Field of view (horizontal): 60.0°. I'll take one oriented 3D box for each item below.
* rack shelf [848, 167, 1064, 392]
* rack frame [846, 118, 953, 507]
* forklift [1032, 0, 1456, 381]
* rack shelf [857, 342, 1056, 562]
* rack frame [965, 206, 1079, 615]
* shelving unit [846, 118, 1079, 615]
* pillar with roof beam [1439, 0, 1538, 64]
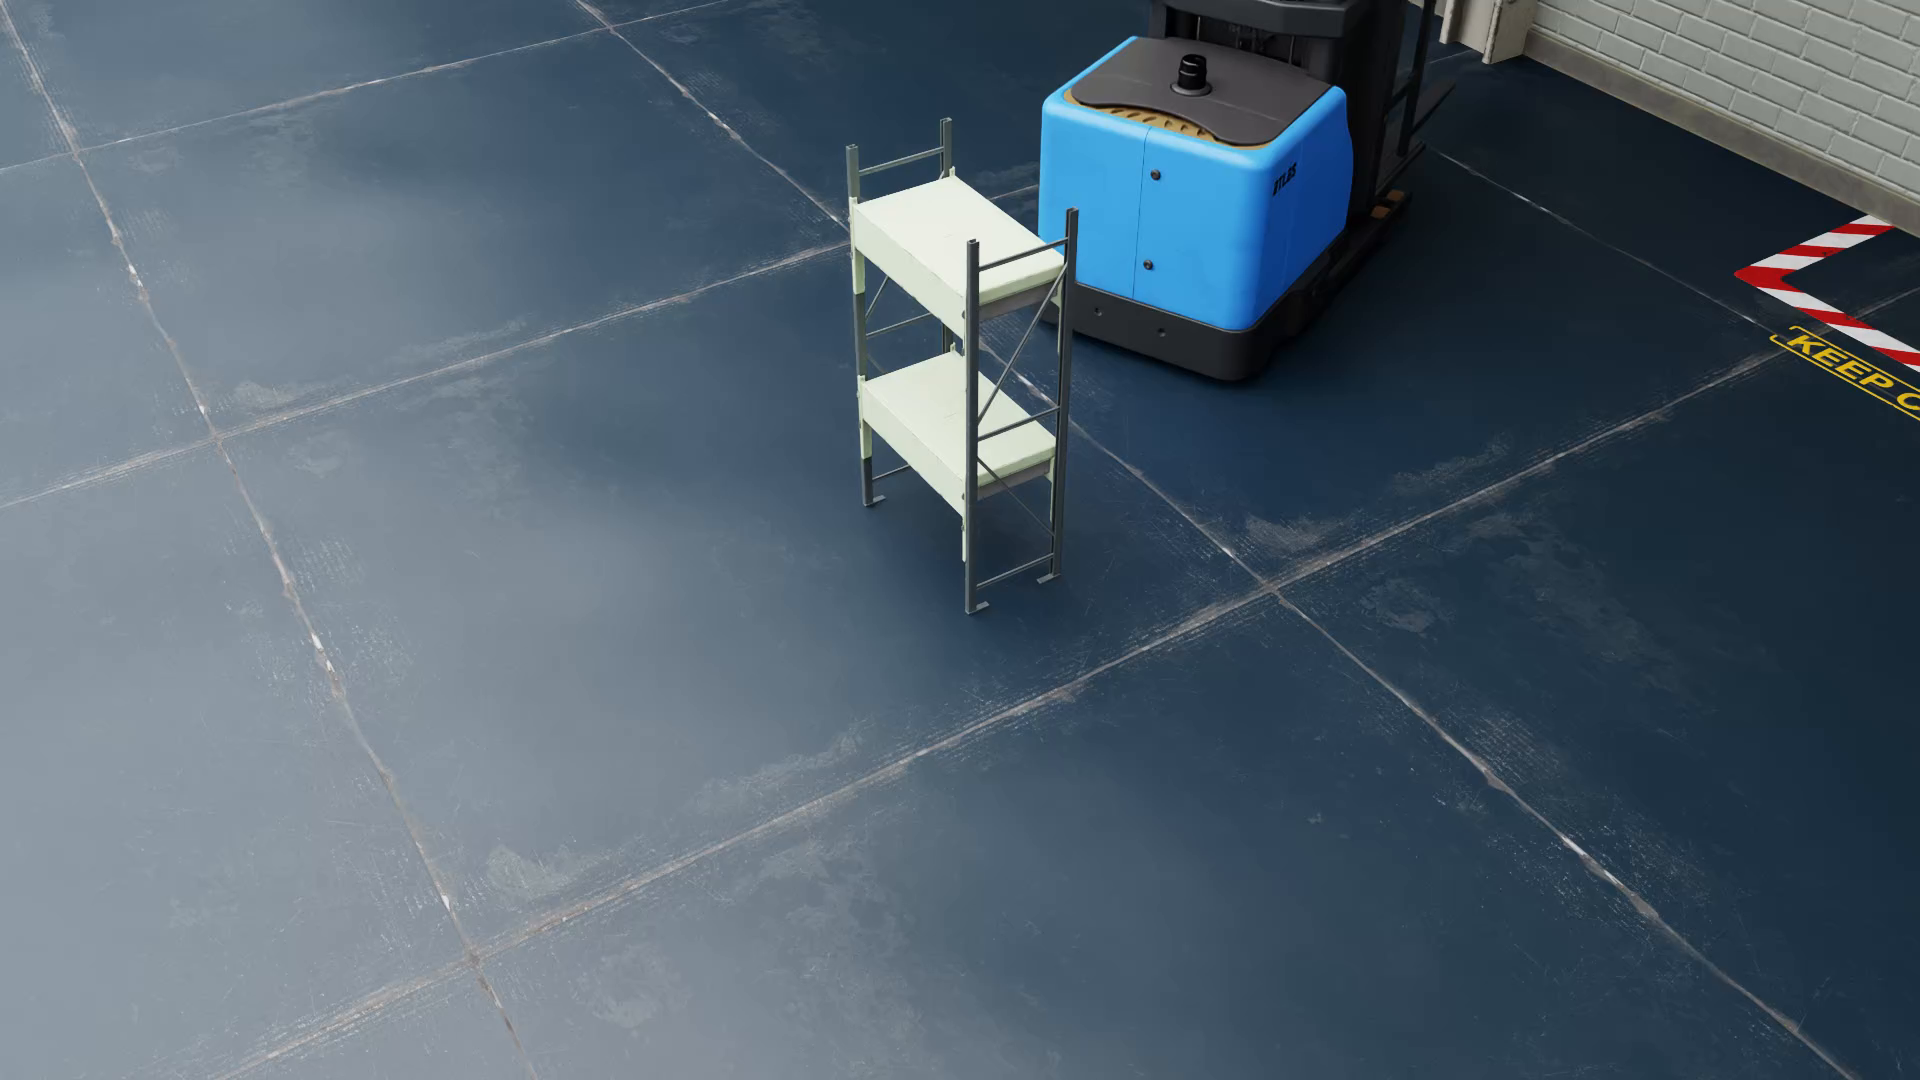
[{"bbox_3d":[-0.004,-0.880,5.524,0.431,0.370,0.720,-22,45,-24],"label":"rack shelf"},{"bbox_3d":[-0.200,-0.777,6.011,0.400,1.500,0.023,-22,45,-24],"label":"rack frame"},{"bbox_3d":[1.537,-2.704,7.206,1.130,2.935,3.031,22,45,25],"label":"forklift"},{"bbox_3d":[-0.004,-0.329,5.983,0.431,0.370,0.720,-22,45,-24],"label":"rack shelf"},{"bbox_3d":[0.193,-0.382,5.537,0.400,1.500,0.023,-22,45,-24],"label":"rack frame"},{"bbox_3d":[-0.004,-0.580,5.774,0.431,1.500,0.755,-22,45,-24],"label":"shelving unit"},{"bbox_3d":[-0.582,-4.855,5.047,9.100,9.000,0.400,-22,45,-24],"label":"pillar with roof beam"}]
